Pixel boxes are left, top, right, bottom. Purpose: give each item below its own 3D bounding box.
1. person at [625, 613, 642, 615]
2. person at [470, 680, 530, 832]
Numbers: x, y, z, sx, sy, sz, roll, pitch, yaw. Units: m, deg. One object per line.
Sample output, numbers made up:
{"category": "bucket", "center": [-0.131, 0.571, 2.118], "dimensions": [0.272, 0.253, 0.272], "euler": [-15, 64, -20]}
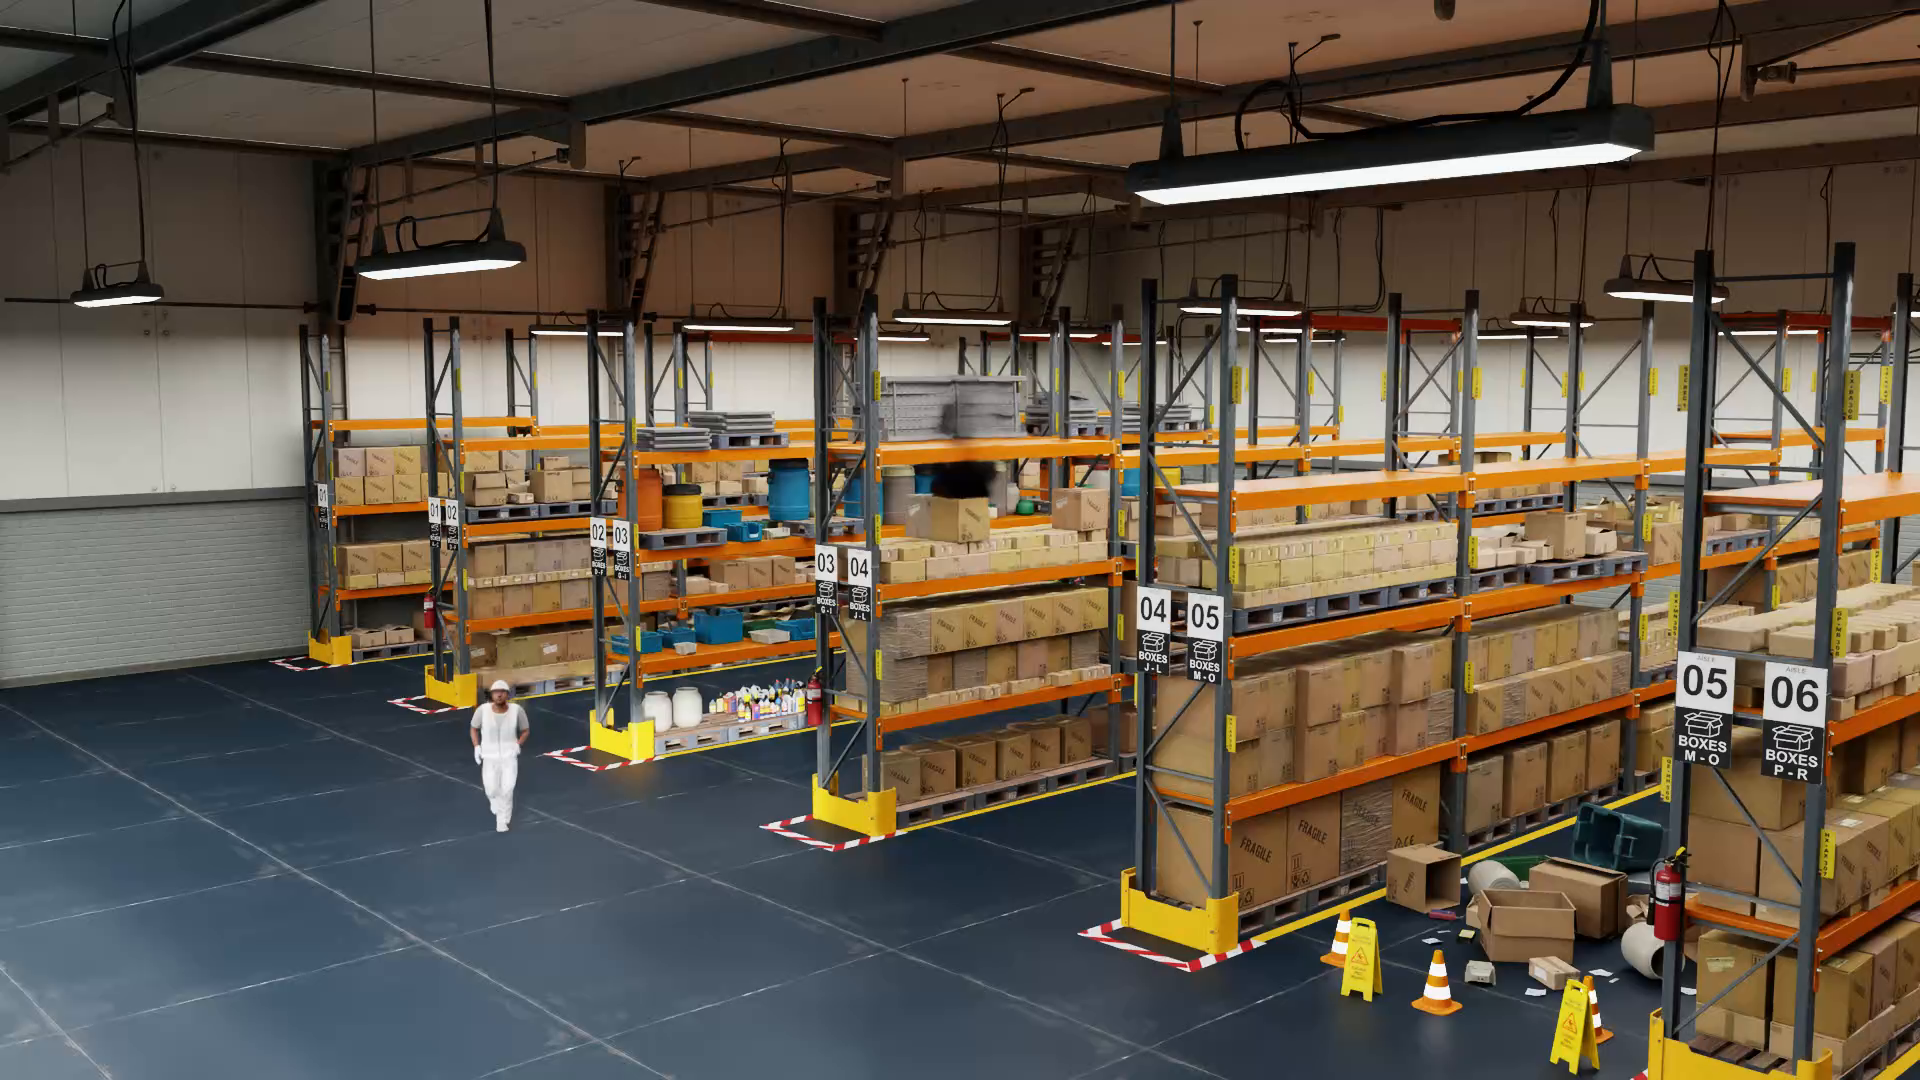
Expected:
{"category": "person", "center": [-6.047, 1.156, 30.743], "dimensions": [0.645, 1.808, 0.848], "euler": [4, 7, 38]}
{"category": "person", "center": [-5.177, 2.429, 18.759], "dimensions": [0.641, 1.715, 0.599], "euler": [-2, 6, -15]}
